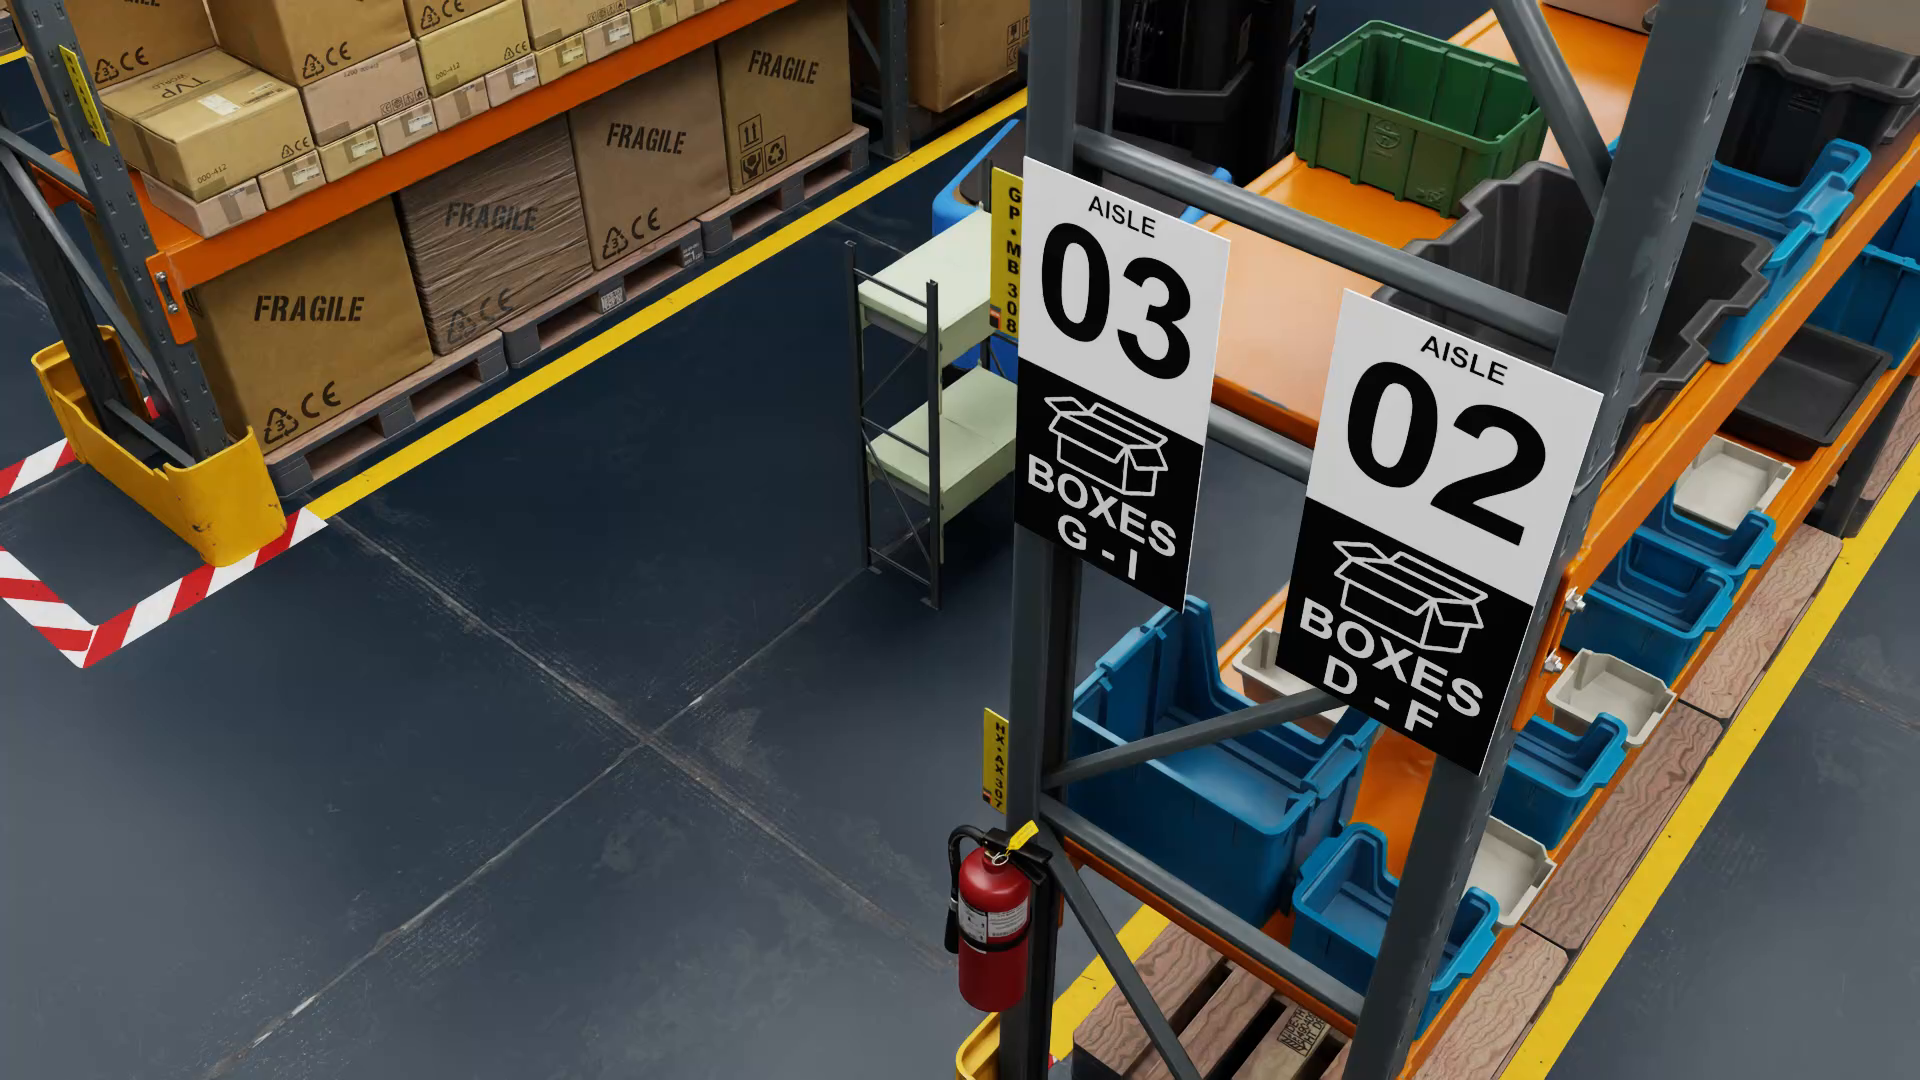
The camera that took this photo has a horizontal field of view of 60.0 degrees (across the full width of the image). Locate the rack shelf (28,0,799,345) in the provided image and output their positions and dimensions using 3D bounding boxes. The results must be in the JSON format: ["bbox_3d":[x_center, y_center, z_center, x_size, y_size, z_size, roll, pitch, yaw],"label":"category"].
[{"bbox_3d":[-1.978,-2.099,7.363,1.077,0.370,4.000,29,50,28],"label":"rack shelf"}]

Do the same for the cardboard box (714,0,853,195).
[{"bbox_3d":[-1.177,-2.459,8.492,0.875,0.875,0.875,29,50,28],"label":"cardboard box"}]

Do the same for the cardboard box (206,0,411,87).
[{"bbox_3d":[-2.428,-2.055,6.113,0.500,0.500,0.500,28,49,28],"label":"cardboard box"}]

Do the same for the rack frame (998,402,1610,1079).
[{"bbox_3d":[0.525,0.809,3.630,1.000,3.000,0.127,29,50,28],"label":"rack frame"}]

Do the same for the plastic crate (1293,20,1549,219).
[{"bbox_3d":[0.942,-0.854,3.387,0.450,0.188,0.336,29,50,28],"label":"plastic crate"}]

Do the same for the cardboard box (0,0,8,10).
[{"bbox_3d":[-5.815,-3.324,9.983,0.380,0.149,0.250,30,50,29],"label":"cardboard box"}]

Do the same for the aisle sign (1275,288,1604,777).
[{"bbox_3d":[0.706,0.013,2.574,0.394,0.787,0.004,29,50,28],"label":"aisle sign"}]

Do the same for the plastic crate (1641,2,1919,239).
[{"bbox_3d":[1.719,-0.945,3.377,0.504,0.338,0.767,29,50,28],"label":"plastic crate"}]

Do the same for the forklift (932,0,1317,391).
[{"bbox_3d":[0.977,-2.393,7.203,1.130,2.935,3.031,18,45,19],"label":"forklift"}]

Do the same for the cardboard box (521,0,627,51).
[{"bbox_3d":[-1.763,-2.319,6.961,0.500,0.250,0.500,29,49,28],"label":"cardboard box"}]

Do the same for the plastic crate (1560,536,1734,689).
[{"bbox_3d":[1.784,0.186,4.395,0.416,0.233,0.300,29,50,28],"label":"plastic crate"}]

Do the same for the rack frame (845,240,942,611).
[{"bbox_3d":[-0.231,-0.370,6.042,0.400,1.500,0.023,29,50,28],"label":"rack frame"}]

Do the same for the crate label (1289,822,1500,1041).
[{"bbox_3d":[0.936,0.864,3.650,0.416,0.233,0.303,29,50,28],"label":"crate label"}]

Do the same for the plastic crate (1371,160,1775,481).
[{"bbox_3d":[0.987,-0.330,2.751,0.497,0.269,0.590,29,50,28],"label":"plastic crate"}]

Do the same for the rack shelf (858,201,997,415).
[{"bbox_3d":[0.004,-0.847,5.987,0.431,0.370,0.720,29,50,28],"label":"rack shelf"}]

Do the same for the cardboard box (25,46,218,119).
[{"bbox_3d":[-3.157,-1.754,6.340,0.500,0.250,0.500,29,50,28],"label":"cardboard box"}]

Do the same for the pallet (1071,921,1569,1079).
[{"bbox_3d":[1.086,1.433,5.017,1.003,0.211,1.213,29,50,28],"label":"pallet"}]

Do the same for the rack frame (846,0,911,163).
[{"bbox_3d":[-0.691,-3.395,8.254,1.000,3.000,0.127,29,50,28],"label":"rack frame"}]

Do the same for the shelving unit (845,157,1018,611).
[{"bbox_3d":[0.004,-0.558,6.249,0.431,1.500,0.755,29,50,28],"label":"shelving unit"}]

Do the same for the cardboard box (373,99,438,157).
[{"bbox_3d":[-2.289,-1.682,6.557,0.380,0.149,0.250,29,50,28],"label":"cardboard box"}]

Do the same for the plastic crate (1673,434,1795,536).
[{"bbox_3d":[2.209,-0.148,4.835,0.293,0.136,0.466,29,50,28],"label":"plastic crate"}]

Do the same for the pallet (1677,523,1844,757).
[{"bbox_3d":[2.656,0.177,6.399,1.003,0.211,1.213,29,50,28],"label":"pallet"}]

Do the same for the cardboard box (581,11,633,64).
[{"bbox_3d":[-1.628,-2.211,7.138,0.380,0.149,0.250,30,50,29],"label":"cardboard box"}]

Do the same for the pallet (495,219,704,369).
[{"bbox_3d":[-2.025,-1.375,8.105,1.003,0.211,1.213,29,50,28],"label":"pallet"}]

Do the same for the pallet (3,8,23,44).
[{"bbox_3d":[-5.613,-3.571,10.520,1.003,0.211,1.213,29,50,28],"label":"pallet"}]

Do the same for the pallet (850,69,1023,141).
[{"bbox_3d":[-0.252,-2.793,9.665,1.003,0.211,1.213,29,50,28],"label":"pallet"}]

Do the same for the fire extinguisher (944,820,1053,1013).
[{"bbox_3d":[0.081,0.857,3.913,0.296,0.674,0.183,29,50,28],"label":"fire extinguisher"}]

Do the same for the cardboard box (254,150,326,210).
[{"bbox_3d":[-2.620,-1.415,6.263,0.380,0.149,0.250,29,50,28],"label":"cardboard box"}]

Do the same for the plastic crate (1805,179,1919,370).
[{"bbox_3d":[3.060,-0.879,5.454,0.392,0.384,0.575,29,50,28],"label":"plastic crate"}]

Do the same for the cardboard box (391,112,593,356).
[{"bbox_3d":[-2.329,-1.537,7.478,0.875,0.875,0.875,29,50,28],"label":"cardboard box"}]

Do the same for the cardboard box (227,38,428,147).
[{"bbox_3d":[-2.421,-1.791,6.380,0.500,0.250,0.500,29,50,28],"label":"cardboard box"}]

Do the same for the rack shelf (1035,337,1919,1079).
[{"bbox_3d":[1.813,0.045,5.005,1.077,0.370,4.000,29,50,28],"label":"rack shelf"}]

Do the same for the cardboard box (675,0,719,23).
[{"bbox_3d":[-1.299,-2.473,7.427,0.380,0.149,0.250,30,50,29],"label":"cardboard box"}]

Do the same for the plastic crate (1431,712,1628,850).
[{"bbox_3d":[1.360,0.525,4.022,0.416,0.233,0.300,29,50,28],"label":"plastic crate"}]

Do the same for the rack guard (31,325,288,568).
[{"bbox_3d":[-3.281,-0.398,6.816,1.175,0.500,0.348,29,50,28],"label":"rack guard"}]

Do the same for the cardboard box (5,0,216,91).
[{"bbox_3d":[-3.153,-2.032,6.088,0.500,0.500,0.500,30,50,29],"label":"cardboard box"}]

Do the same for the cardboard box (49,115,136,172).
[{"bbox_3d":[-3.288,-1.568,6.432,0.380,0.149,0.250,30,50,29],"label":"cardboard box"}]

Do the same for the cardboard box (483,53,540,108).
[{"bbox_3d":[-1.959,-1.945,6.847,0.380,0.149,0.250,29,50,28],"label":"cardboard box"}]

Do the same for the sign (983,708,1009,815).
[{"bbox_3d":[0.094,0.519,3.828,0.100,0.325,0.005,29,50,28],"label":"sign"}]
